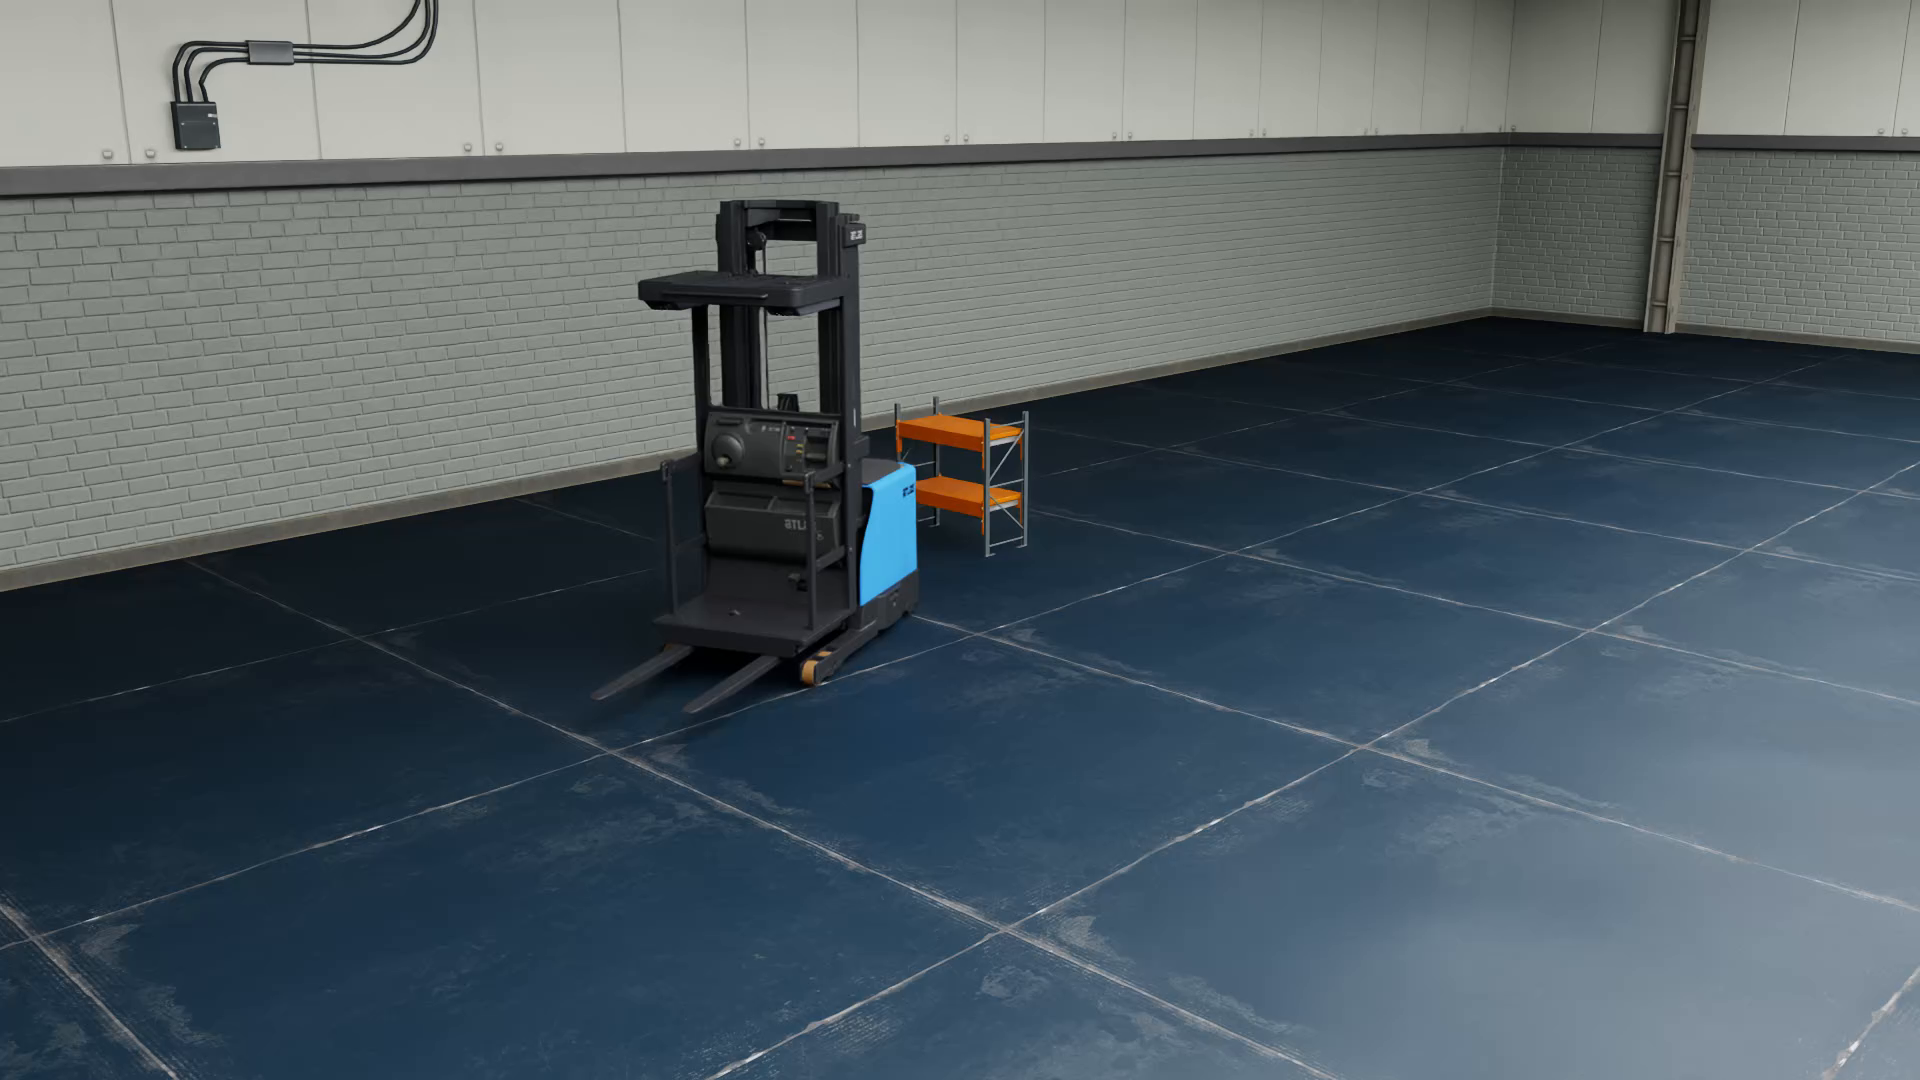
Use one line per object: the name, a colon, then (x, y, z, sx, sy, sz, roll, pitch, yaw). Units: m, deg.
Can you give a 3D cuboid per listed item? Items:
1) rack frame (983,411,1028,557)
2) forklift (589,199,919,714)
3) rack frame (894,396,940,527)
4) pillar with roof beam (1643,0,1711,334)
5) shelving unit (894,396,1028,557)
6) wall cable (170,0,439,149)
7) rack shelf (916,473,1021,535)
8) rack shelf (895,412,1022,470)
rack frame: (0.371, -0.454, 13.444, 0.032, 1.125, 0.500, 14, 20, 42)
forklift: (-1.288, -0.619, 10.495, 1.130, 2.935, 3.031, 5, 16, 20)
rack frame: (-0.361, -0.632, 14.127, 0.032, 1.125, 0.500, 14, 20, 42)
pillar with roof beam: (8.286, -6.930, 22.682, 0.400, 9.000, 9.100, 14, 20, 42)
shelving unit: (0.005, -0.543, 13.786, 1.048, 1.125, 0.538, 14, 20, 42)
wall cable: (-5.193, -6.116, 12.811, 0.169, 6.003, 2.305, 14, 20, 42)
rack shelf: (0.005, -0.307, 13.847, 1.000, 0.278, 0.538, 14, 20, 42)
rack shelf: (0.005, -0.826, 13.712, 1.000, 0.278, 0.538, 14, 20, 42)
